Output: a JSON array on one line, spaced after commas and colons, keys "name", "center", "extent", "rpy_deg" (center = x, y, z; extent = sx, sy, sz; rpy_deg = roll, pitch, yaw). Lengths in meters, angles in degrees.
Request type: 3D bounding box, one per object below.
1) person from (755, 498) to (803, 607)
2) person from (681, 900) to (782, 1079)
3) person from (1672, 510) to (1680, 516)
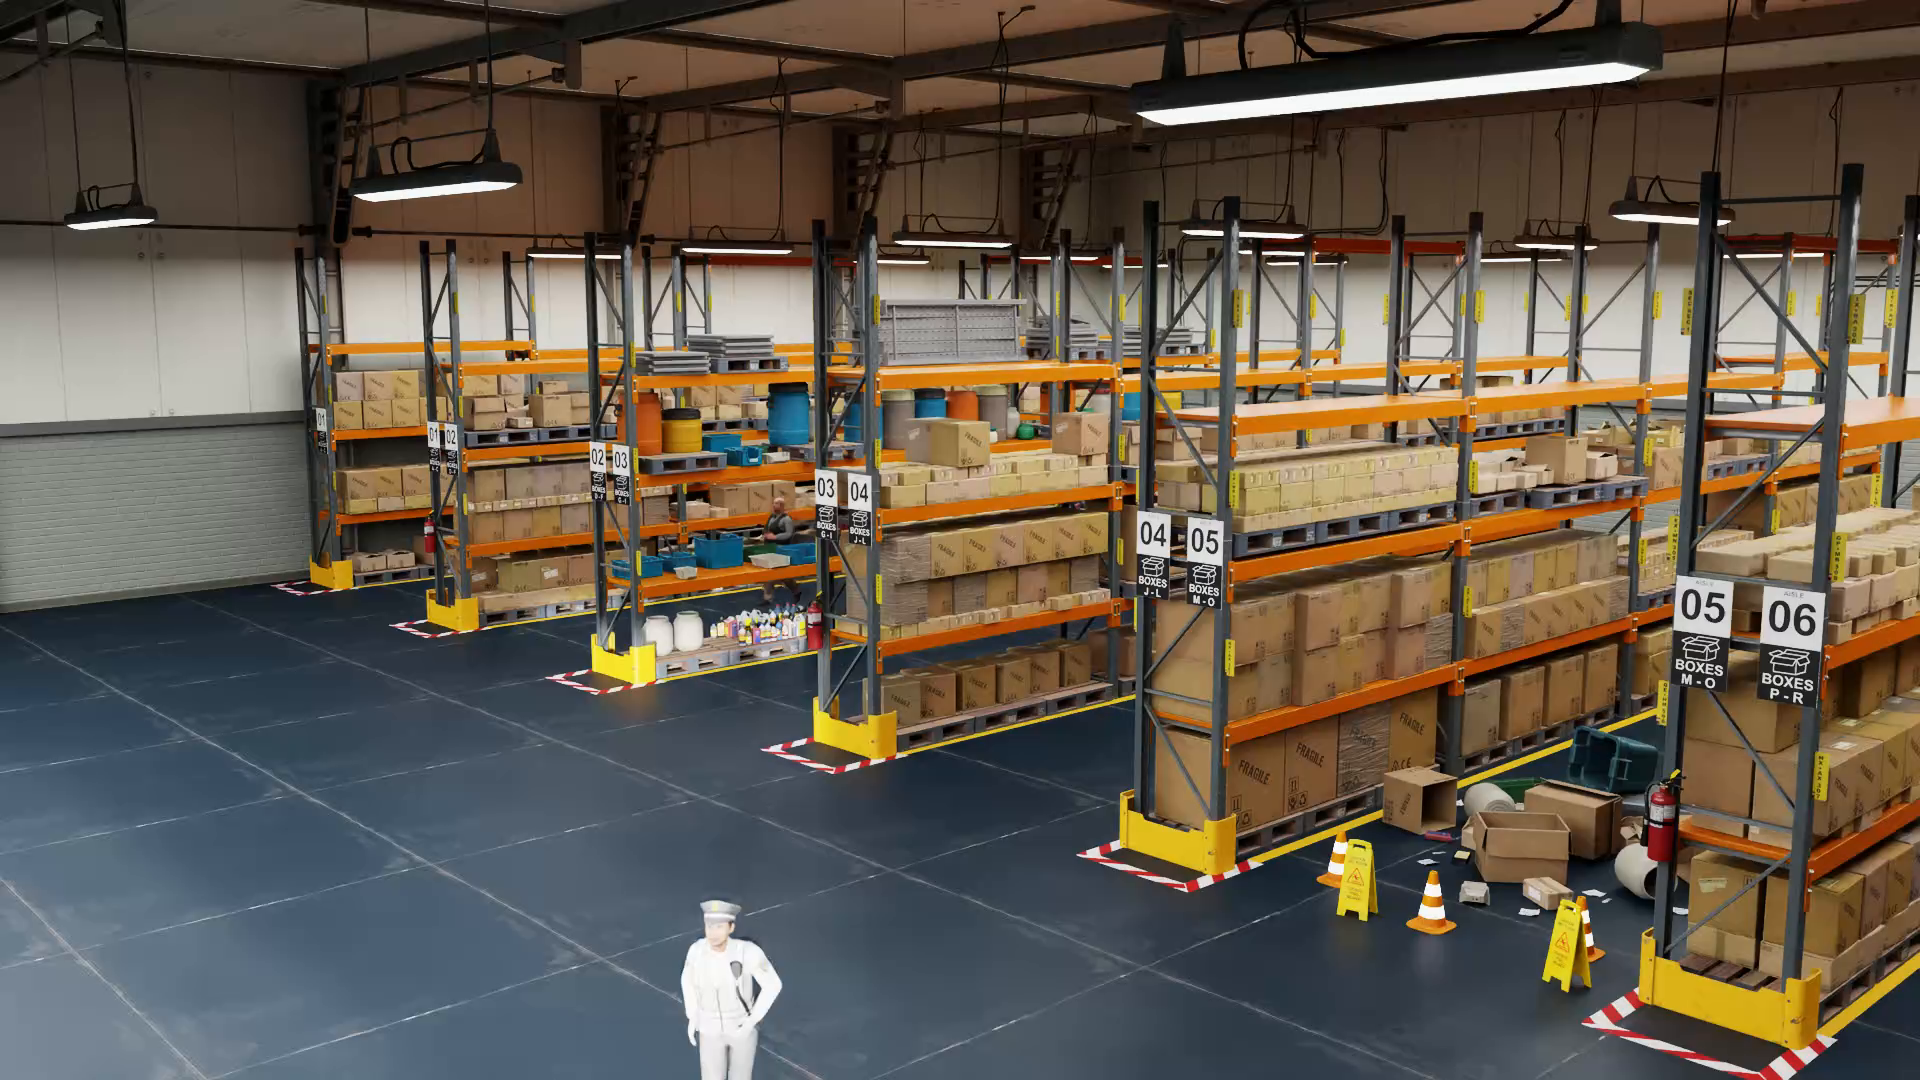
[{"name": "person", "center": [-2.886, 0.196, 26.245], "extent": [0.834, 1.730, 0.668], "rpy_deg": [-8, 12, -43]}, {"name": "person", "center": [-1.355, 2.914, 9.904], "extent": [0.622, 1.738, 0.727], "rpy_deg": [1, 8, 5]}, {"name": "person", "center": [11.356, 0.398, 26.389], "extent": [0.883, 1.771, 0.664], "rpy_deg": [-6, 10, -35]}]
